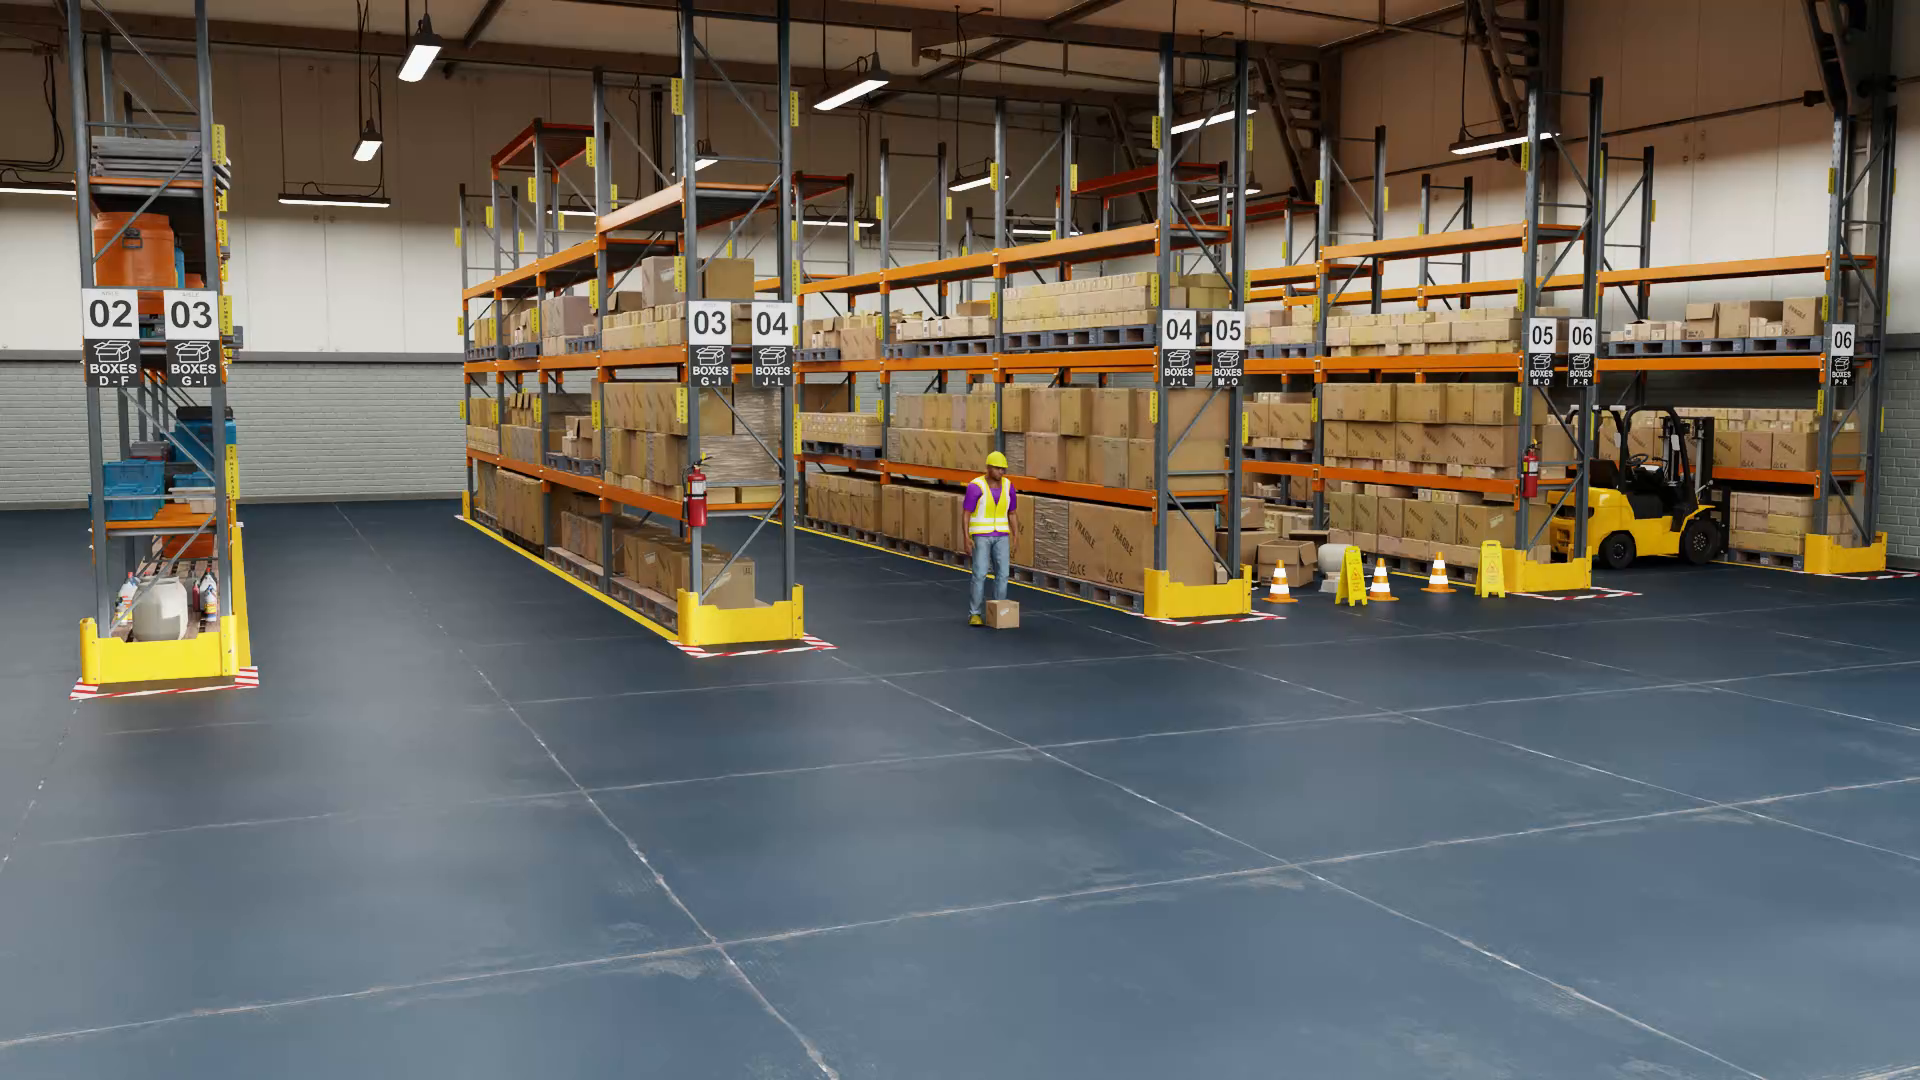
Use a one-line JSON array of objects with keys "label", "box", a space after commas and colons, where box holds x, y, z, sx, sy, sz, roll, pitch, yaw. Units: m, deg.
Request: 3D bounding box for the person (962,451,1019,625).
[{"label": "person", "box": [0.319, -0.023, 16.918, 0.625, 1.760, 0.460, -2, 6, -24]}]
